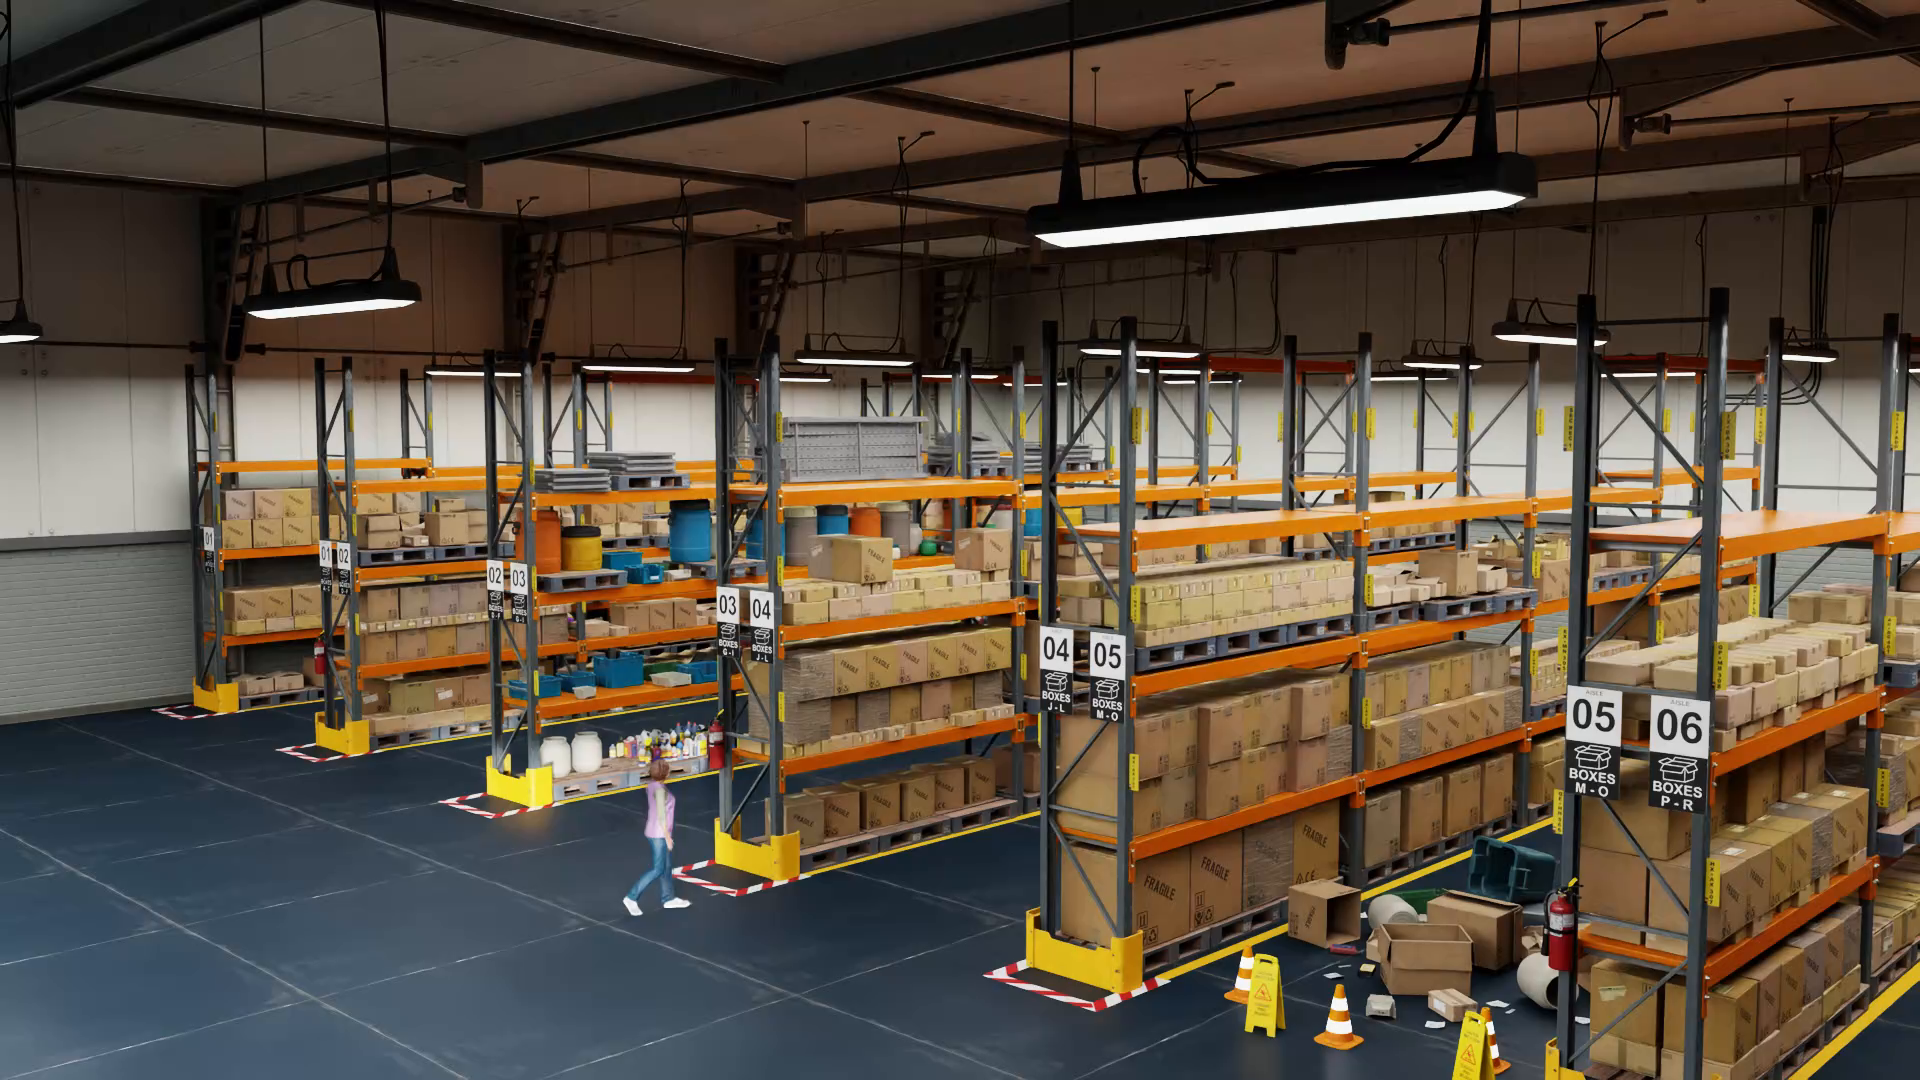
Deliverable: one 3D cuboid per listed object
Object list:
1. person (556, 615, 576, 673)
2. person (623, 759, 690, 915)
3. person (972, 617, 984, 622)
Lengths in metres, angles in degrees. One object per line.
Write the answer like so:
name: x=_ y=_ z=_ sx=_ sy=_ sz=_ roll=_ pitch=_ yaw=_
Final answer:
person: x=-7.372 y=1.972 z=30.558 sx=0.665 sy=1.769 sz=0.748 roll=3 pitch=5 yaw=37
person: x=-3.136 y=3.056 z=17.166 sx=0.682 sy=1.587 sz=0.466 roll=-1 pitch=4 yaw=-10
person: x=0.312 y=1.738 z=33.805 sx=0.648 sy=1.684 sz=0.679 roll=-3 pitch=6 yaw=-38
